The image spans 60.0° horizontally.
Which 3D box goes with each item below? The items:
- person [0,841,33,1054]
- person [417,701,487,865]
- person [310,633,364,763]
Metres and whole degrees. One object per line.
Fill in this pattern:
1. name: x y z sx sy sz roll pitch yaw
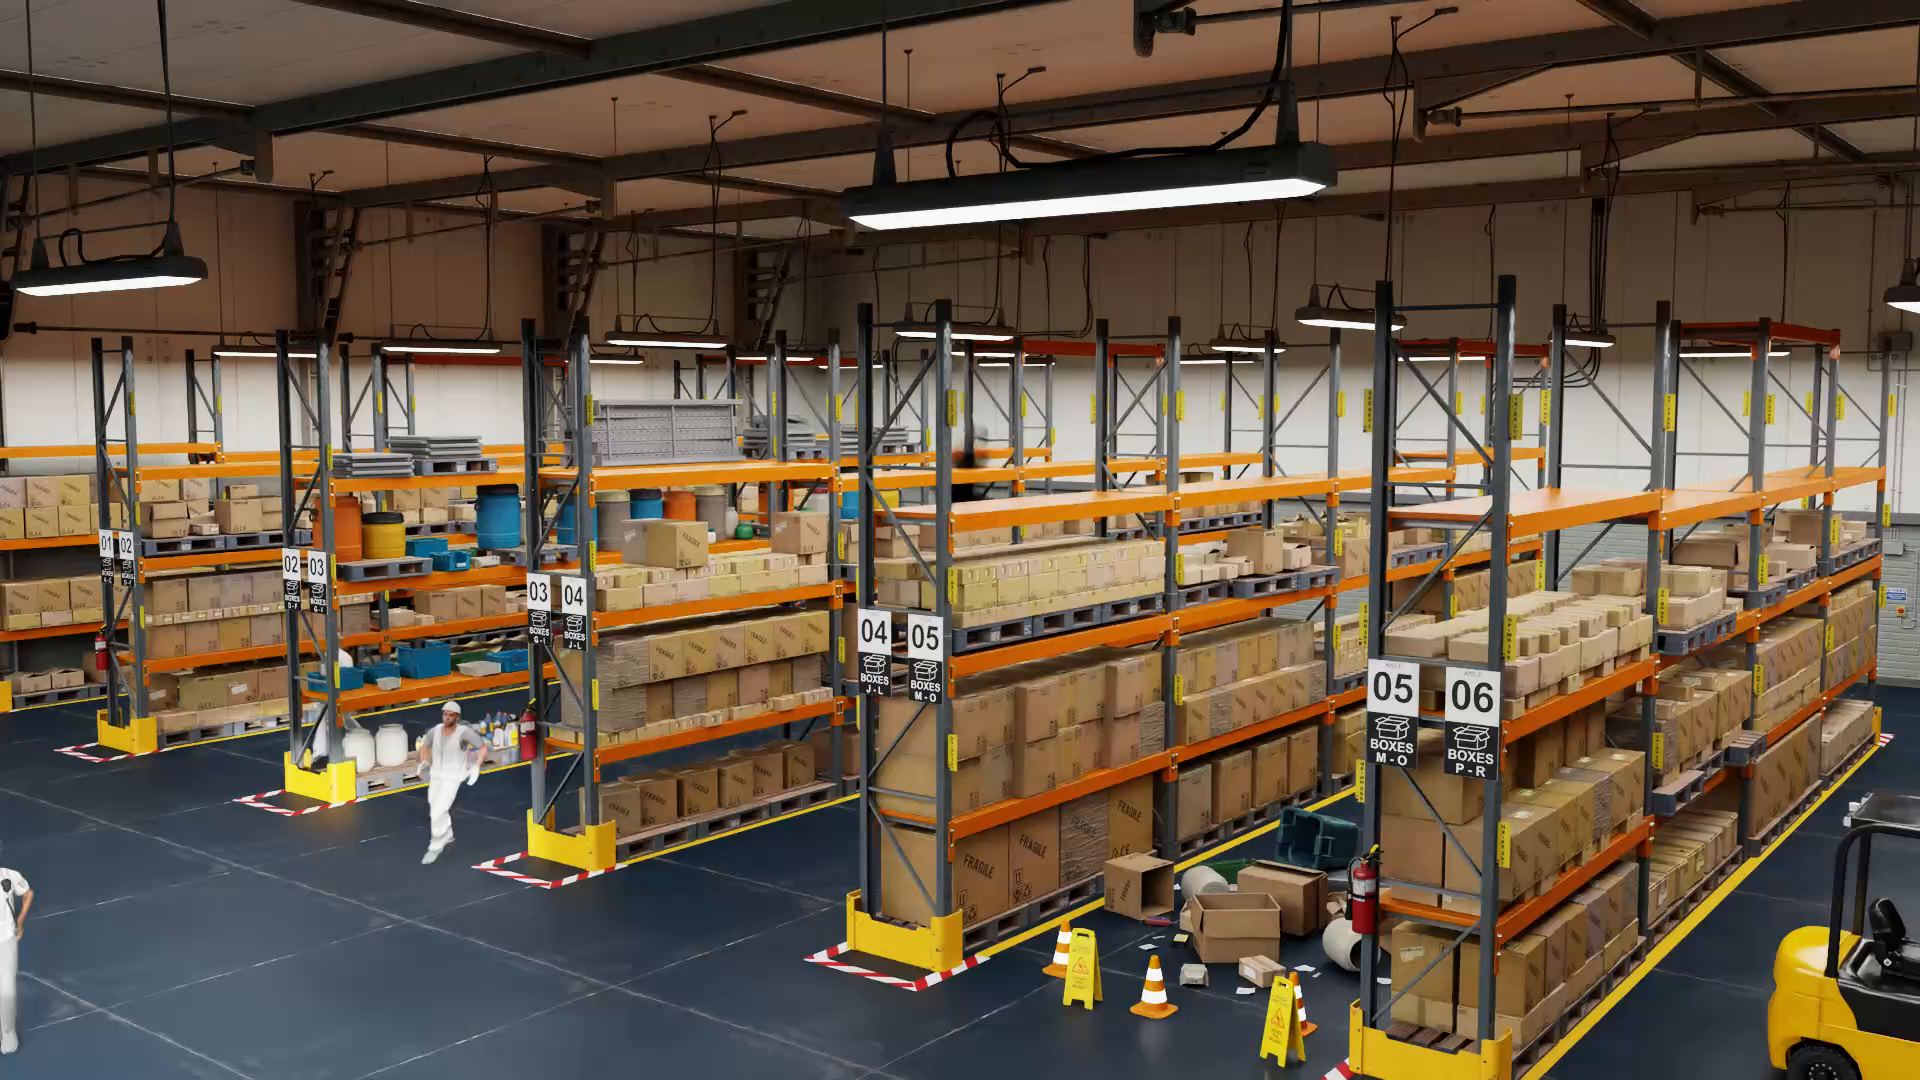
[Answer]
1. person: -7.600 3.194 13.072 0.558 1.728 0.667 -2 6 -26
2. person: -5.696 2.681 18.540 0.718 1.801 0.697 2 5 19
3. person: -8.841 2.203 23.515 0.692 1.795 0.951 3 6 29
